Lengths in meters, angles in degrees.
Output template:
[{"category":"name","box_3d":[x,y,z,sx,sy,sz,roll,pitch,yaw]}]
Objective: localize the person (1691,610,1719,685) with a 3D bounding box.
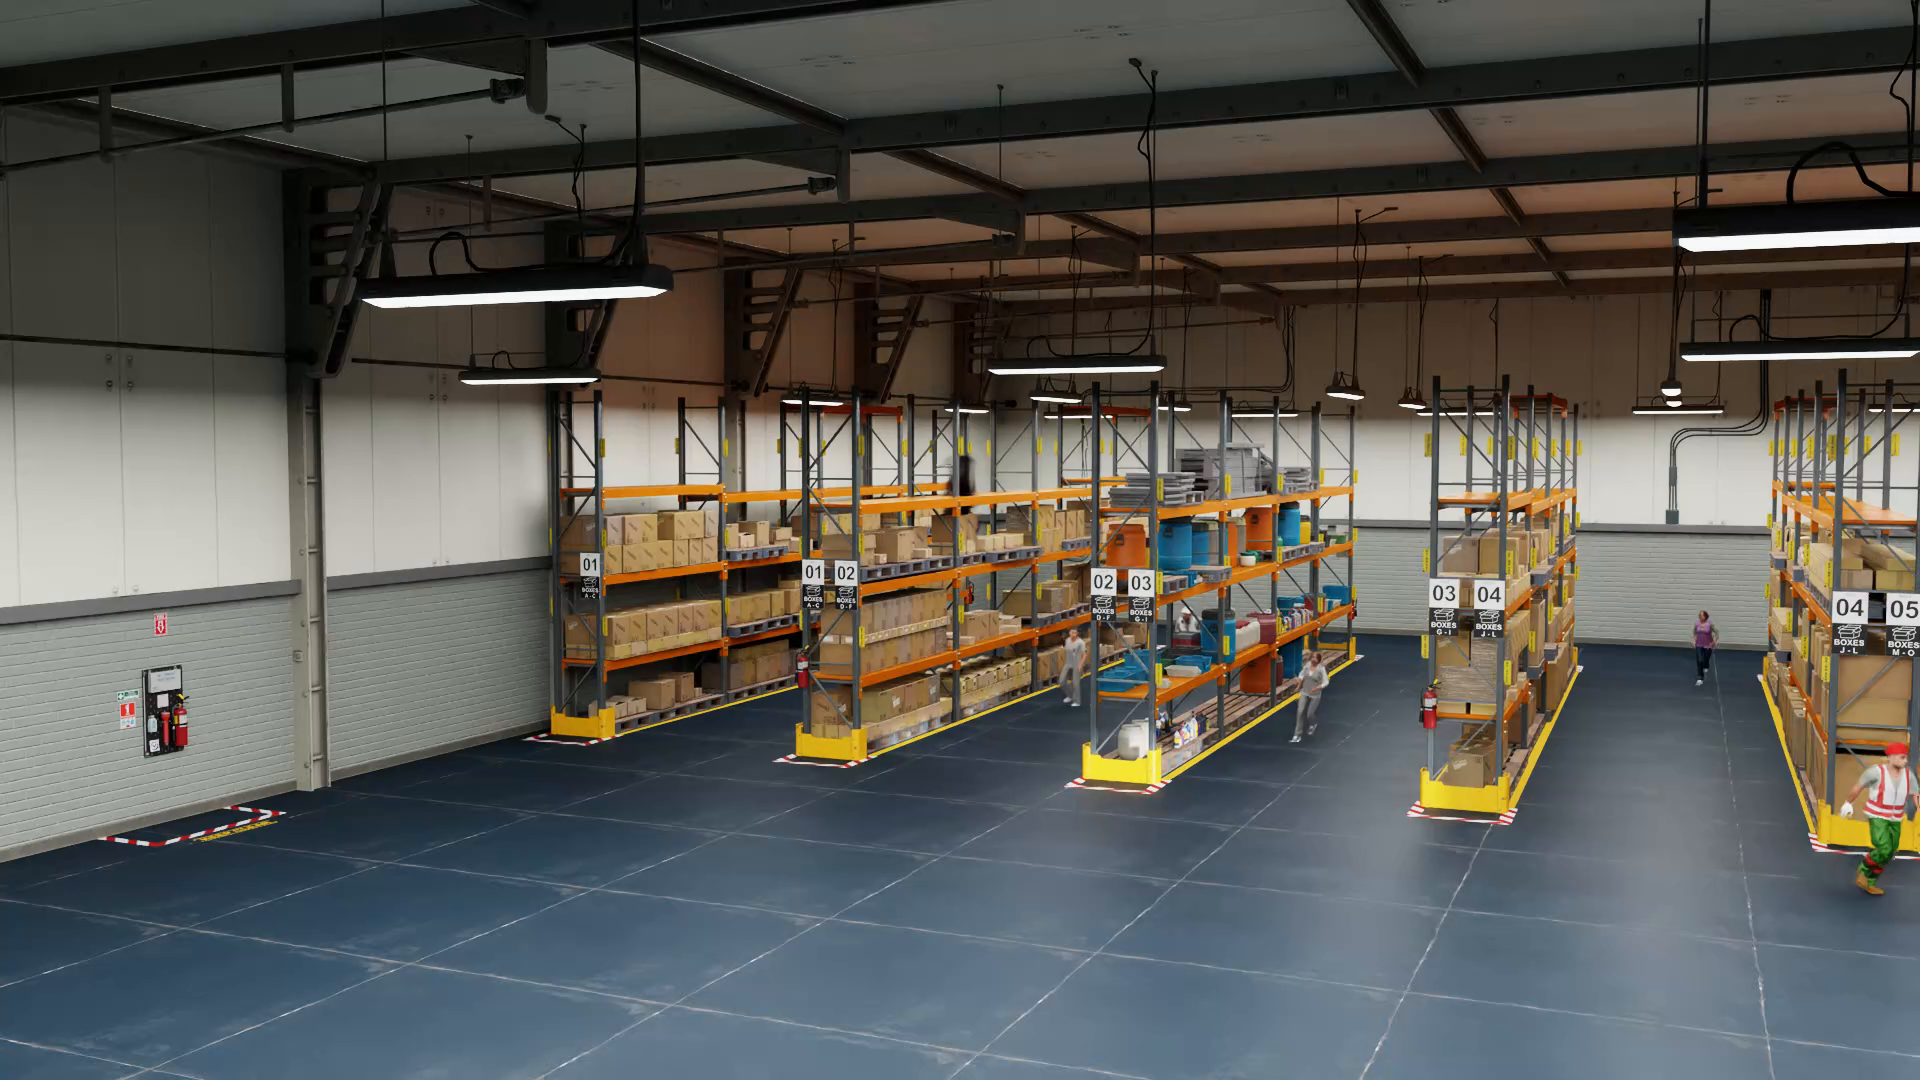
[{"category":"person","box_3d":[15.841,2.280,35.321,0.540,1.593,0.613,2,4,37]}]

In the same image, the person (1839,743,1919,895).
[{"category":"person","box_3d":[10.318,3.105,18.471,0.651,1.742,0.813,0,3,-8]}]

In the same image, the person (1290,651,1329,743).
[{"category":"person","box_3d":[6.011,2.657,28.343,0.574,1.561,0.805,2,4,29]}]

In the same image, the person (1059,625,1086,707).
[{"category":"person","box_3d":[2.194,2.423,31.936,0.580,1.623,0.617,2,4,29]}]

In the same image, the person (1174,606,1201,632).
[{"category":"person","box_3d":[4.892,2.227,35.178,0.697,1.733,1.033,1,3,19]}]
